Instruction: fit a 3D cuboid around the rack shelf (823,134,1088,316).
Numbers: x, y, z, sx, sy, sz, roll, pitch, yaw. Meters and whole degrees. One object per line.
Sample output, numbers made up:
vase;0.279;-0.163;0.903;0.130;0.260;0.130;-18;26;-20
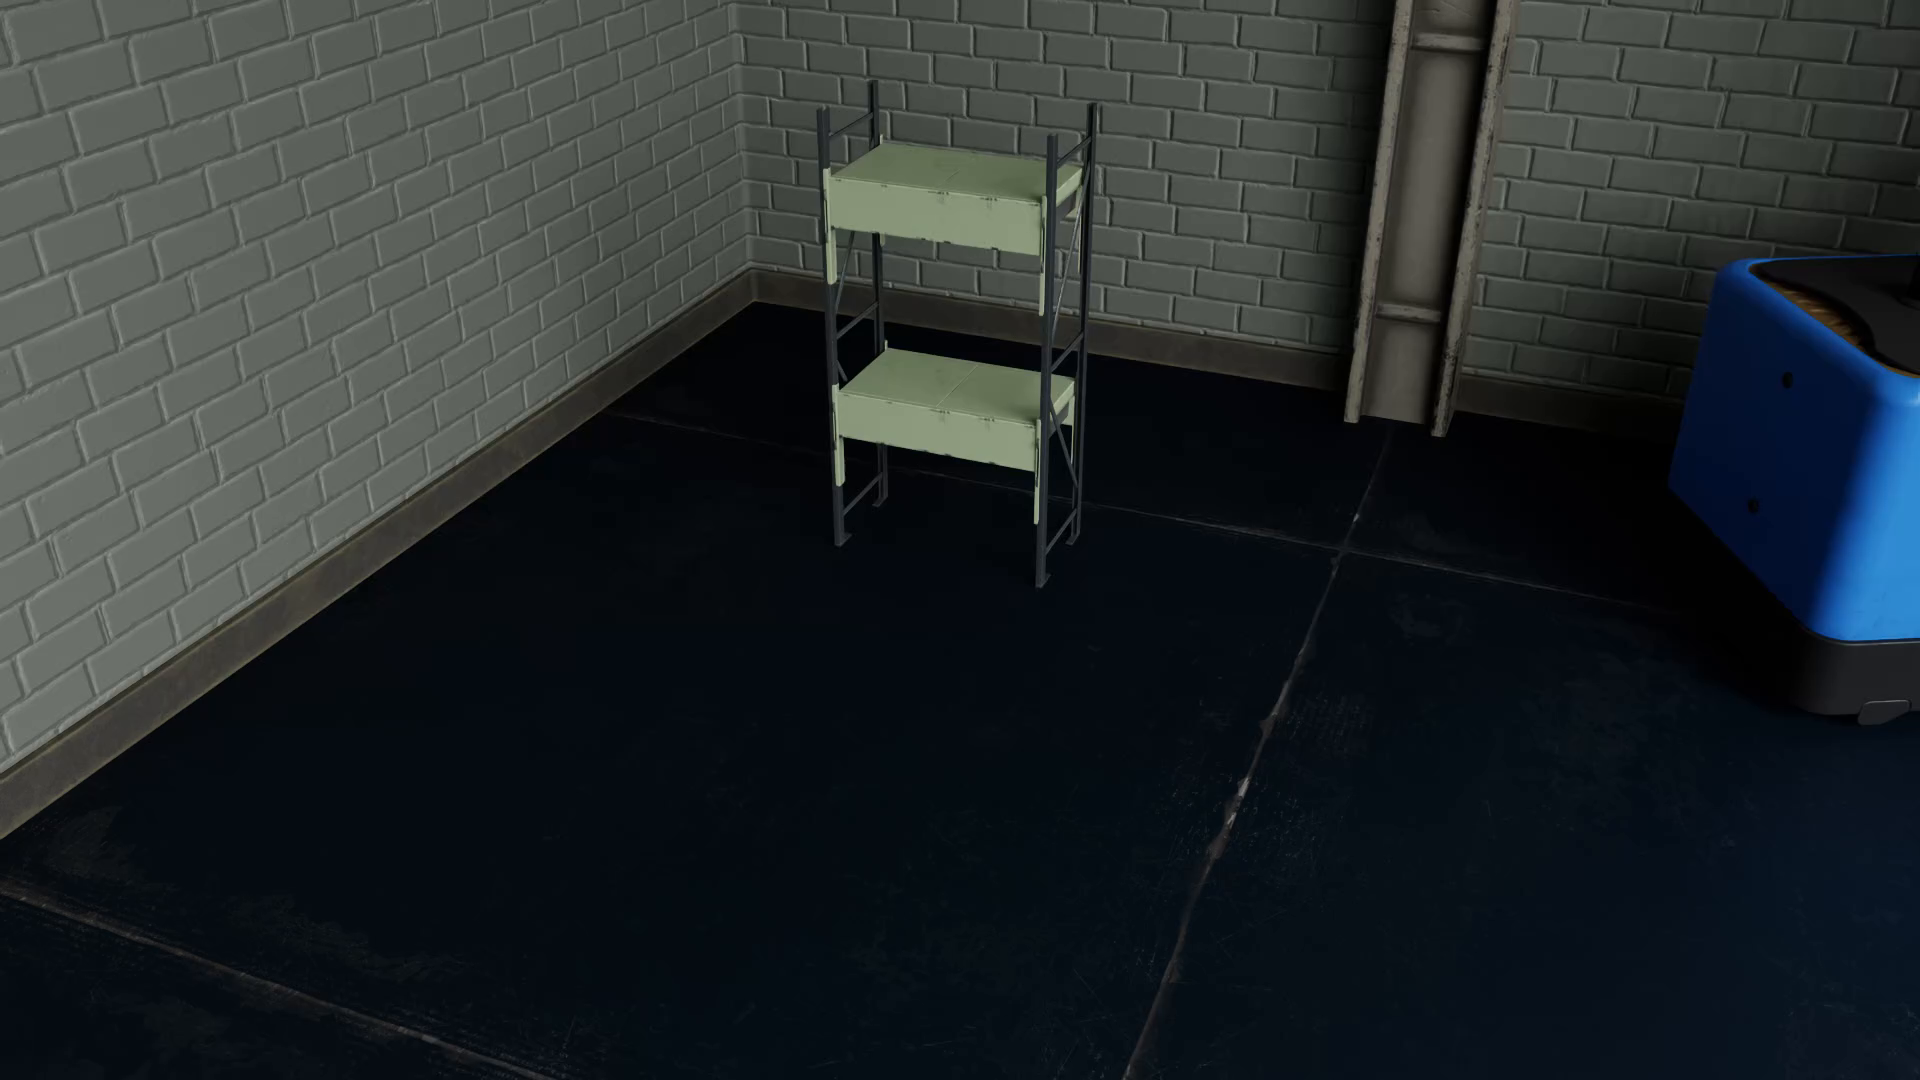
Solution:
rack shelf;-0.006;-0.994;5.191;0.720;0.370;0.431;11;31;19

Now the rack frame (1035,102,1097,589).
rack frame;0.333;-0.586;5.263;0.023;1.500;0.400;11;31;19

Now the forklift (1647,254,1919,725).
forklift;3.841;-1.030;4.594;3.031;2.935;1.130;-2;30;-4

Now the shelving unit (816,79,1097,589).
shelving unit;-0.006;-0.654;5.383;0.755;1.500;0.431;11;31;19

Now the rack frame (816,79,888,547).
rack frame;-0.345;-0.722;5.503;0.023;1.500;0.400;11;31;19

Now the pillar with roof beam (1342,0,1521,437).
pillar with roof beam;0.137;-2.460;0.956;0.400;9.000;9.100;11;31;19

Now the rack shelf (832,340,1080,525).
rack shelf;-0.006;-0.370;5.544;0.720;0.370;0.431;11;31;19
